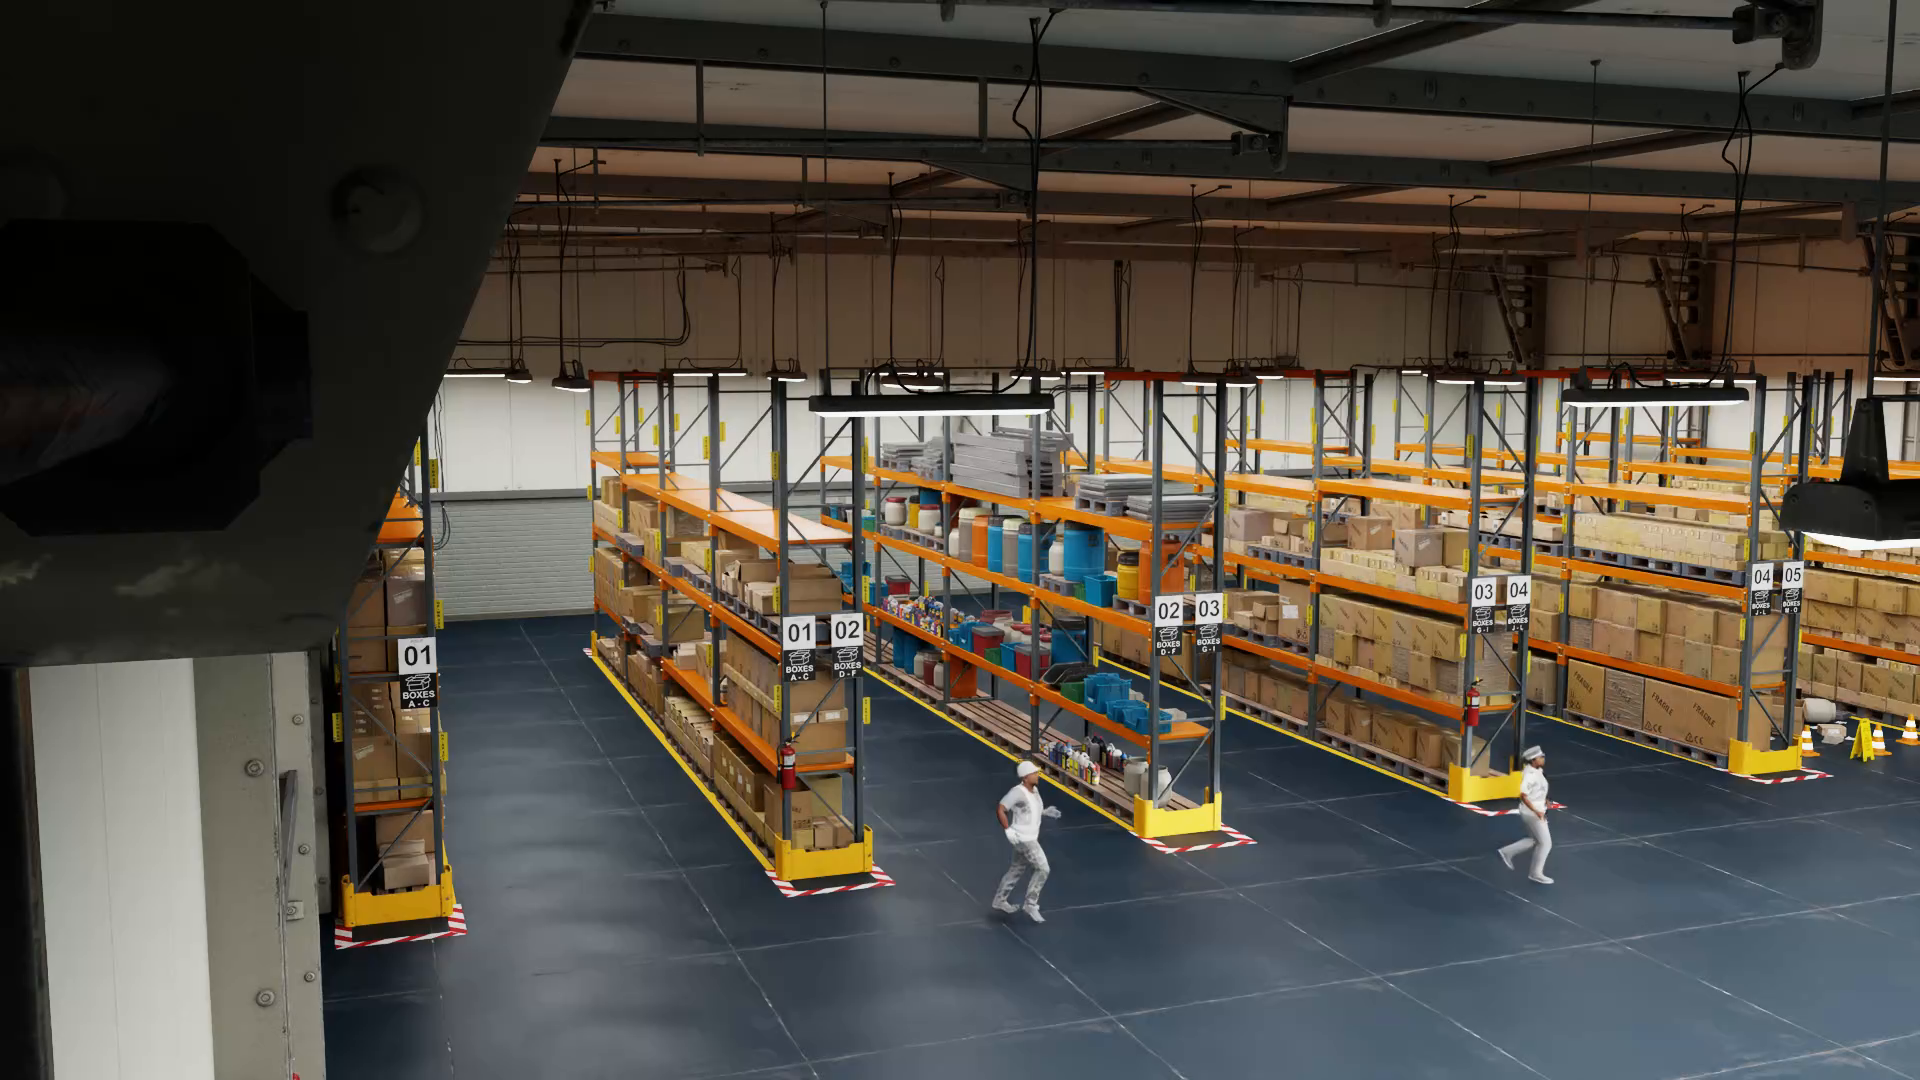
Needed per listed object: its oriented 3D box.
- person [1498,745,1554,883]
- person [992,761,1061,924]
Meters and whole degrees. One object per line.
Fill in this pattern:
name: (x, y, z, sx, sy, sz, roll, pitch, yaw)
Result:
person: (6.852, 3.284, 20.016, 0.613, 1.687, 0.576, 2, 7, 16)
person: (0.743, 3.373, 18.676, 0.777, 1.823, 0.663, 1, 6, 8)
